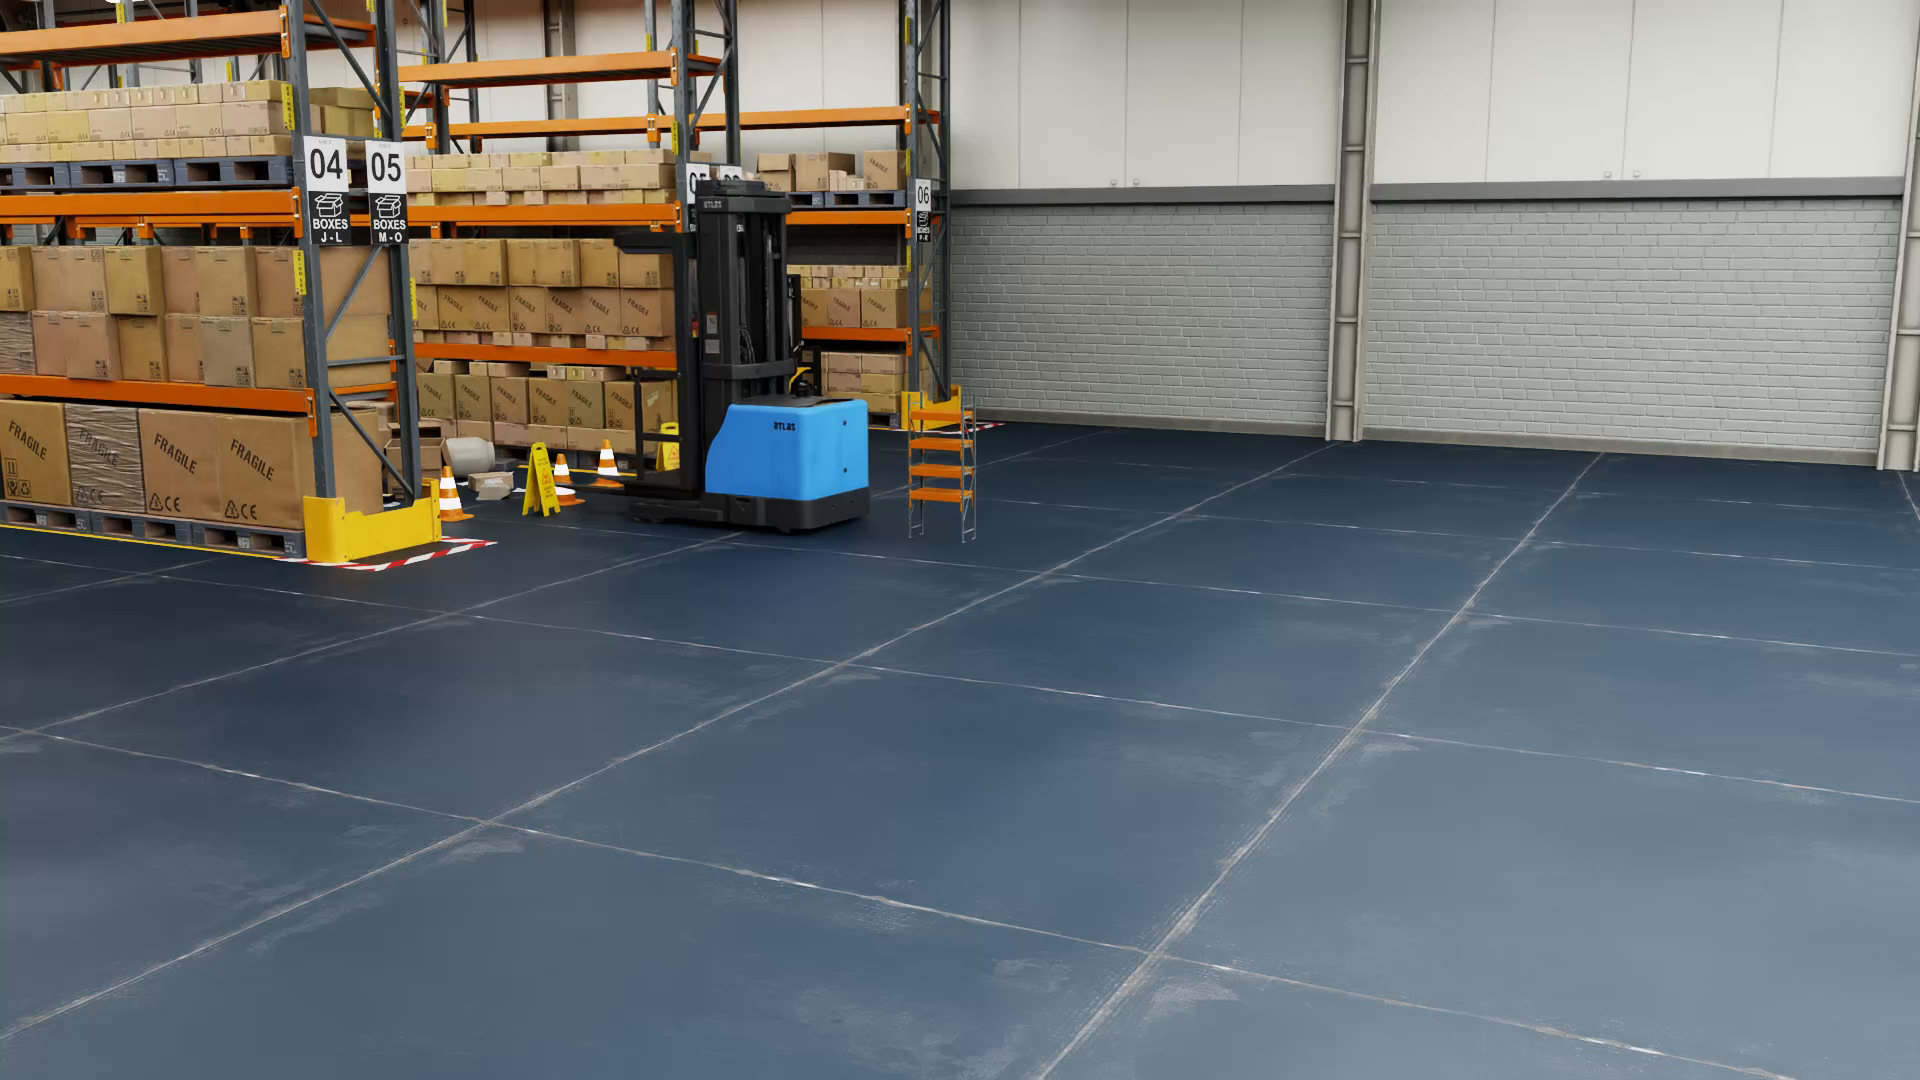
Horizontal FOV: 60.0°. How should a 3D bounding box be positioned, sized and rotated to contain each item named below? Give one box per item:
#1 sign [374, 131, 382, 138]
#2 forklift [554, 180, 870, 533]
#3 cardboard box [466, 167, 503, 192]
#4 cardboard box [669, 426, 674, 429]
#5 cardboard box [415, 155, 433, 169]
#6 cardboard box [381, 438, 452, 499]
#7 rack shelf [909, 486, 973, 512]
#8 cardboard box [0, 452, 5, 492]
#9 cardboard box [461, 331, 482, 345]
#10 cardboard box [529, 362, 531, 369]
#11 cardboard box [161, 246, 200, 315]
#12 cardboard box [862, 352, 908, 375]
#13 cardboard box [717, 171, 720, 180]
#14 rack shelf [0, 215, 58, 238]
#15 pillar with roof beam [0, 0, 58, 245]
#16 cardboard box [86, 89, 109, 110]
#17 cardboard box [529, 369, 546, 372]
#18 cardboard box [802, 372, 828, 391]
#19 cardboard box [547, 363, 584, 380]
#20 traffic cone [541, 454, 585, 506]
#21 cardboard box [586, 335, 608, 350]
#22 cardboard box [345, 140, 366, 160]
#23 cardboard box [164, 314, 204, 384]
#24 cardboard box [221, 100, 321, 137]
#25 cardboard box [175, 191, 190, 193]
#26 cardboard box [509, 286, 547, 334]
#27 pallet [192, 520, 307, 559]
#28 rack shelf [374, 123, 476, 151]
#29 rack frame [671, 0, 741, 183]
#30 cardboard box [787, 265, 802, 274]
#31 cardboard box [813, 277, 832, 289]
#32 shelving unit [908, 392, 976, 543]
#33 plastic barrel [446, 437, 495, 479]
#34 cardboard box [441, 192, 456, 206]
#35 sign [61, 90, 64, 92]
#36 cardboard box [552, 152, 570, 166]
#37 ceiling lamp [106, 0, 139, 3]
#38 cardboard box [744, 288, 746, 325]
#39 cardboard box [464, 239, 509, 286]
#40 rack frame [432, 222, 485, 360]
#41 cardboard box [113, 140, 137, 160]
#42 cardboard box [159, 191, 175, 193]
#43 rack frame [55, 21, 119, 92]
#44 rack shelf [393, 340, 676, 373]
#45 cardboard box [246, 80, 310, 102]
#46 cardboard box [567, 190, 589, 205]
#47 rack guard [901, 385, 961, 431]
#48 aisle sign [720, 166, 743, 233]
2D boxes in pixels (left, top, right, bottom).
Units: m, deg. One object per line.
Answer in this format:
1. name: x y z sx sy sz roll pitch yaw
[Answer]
1. sign: -6.421 -4.351 18.369 0.005 0.325 0.100 5 11 26
2. forklift: -2.333 -1.665 14.701 3.031 2.935 1.130 6 12 28
3. cardboard box: -4.995 -3.905 18.050 0.500 0.250 0.500 5 11 26
4. cardboard box: -3.193 -1.162 18.270 0.500 0.250 0.500 5 11 25
5. cardboard box: -5.795 -4.168 18.381 0.250 0.149 0.380 5 12 28
6. cardboard box: -5.287 -0.706 16.220 0.637 0.503 0.797 -2 11 -14
7. rack shelf: -0.148 -0.342 13.743 0.480 0.148 0.258 5 11 26
8. cardboard box: -8.875 -0.852 15.151 0.750 0.750 1.050 5 11 26
9. cardboard box: -5.331 -2.264 18.520 0.250 0.149 0.380 5 12 28
10. cardboard box: -6.430 -2.561 24.945 0.625 0.625 0.875 5 12 28
11. cardboard box: -5.983 -2.137 13.663 0.550 0.550 0.875 5 11 26
12. cardboard box: -0.950 -2.326 21.893 0.500 0.250 0.500 5 12 28
13. cardboard box: -3.348 -4.893 22.708 0.500 0.311 0.500 5 12 27
14. rack shelf: -10.072 -2.997 15.465 4.000 0.370 1.077 5 11 26
15. pillar with roof beam: -18.671 -6.876 26.452 0.548 9.000 9.100 5 11 26
16. cardboard box: -6.738 -3.515 13.314 0.250 0.149 0.380 5 11 26
17. cardboard box: -5.073 -1.695 19.109 0.500 0.500 0.500 5 12 27
18. cardboard box: -1.891 -2.160 22.382 0.500 0.250 0.500 5 11 25
19. cardboard box: -4.244 -1.824 17.998 0.250 0.149 0.380 6 12 28
20. traffic cone: -3.734 -0.576 15.615 0.334 0.463 0.336 5 11 26
21. cardboard box: -3.763 -2.114 17.692 0.250 0.149 0.380 5 12 27
22. cardboard box: -4.857 -3.089 13.196 0.250 0.149 0.380 5 11 26
23. cardboard box: -5.994 -1.602 13.738 0.550 0.550 0.875 5 11 26
24. cardboard box: -5.254 -3.201 12.695 0.500 0.250 0.500 5 11 27
25. cardboard box: -9.330 -4.169 20.297 0.258 0.266 0.396 5 11 26
26. cardboard box: -4.541 -2.518 18.106 0.500 0.500 0.500 5 11 26
27. pallet: -5.443 -0.081 13.583 1.213 0.211 1.003 5 11 26
28. rack shelf: -9.367 -6.183 25.769 4.000 0.370 1.077 5 11 26
29. rack frame: -2.592 -5.153 16.933 0.127 3.000 1.000 5 11 26
30. cardboard box: -2.191 -3.623 22.389 0.250 0.149 0.380 5 11 27
31. cardboard box: -1.759 -3.425 22.131 0.250 0.149 0.380 5 11 24
32. shelving unit: -0.148 -0.603 13.695 0.503 1.200 0.258 5 11 26
33. plastic barrel: -5.114 -0.854 17.260 0.512 0.421 0.421 -4 11 -23
34. cardboard box: -5.527 -3.773 18.438 0.250 0.149 0.380 5 11 26
35. sign: -14.987 -7.619 27.712 0.005 0.325 0.100 5 11 26
36. cardboard box: -4.121 -4.042 17.685 0.250 0.149 0.380 5 11 24
37. ceiling lamp: -11.381 -9.347 23.716 2.000 3.185 0.800 5 11 26
38. cardboard box: -2.774 -3.203 22.727 0.500 0.500 0.500 5 11 25
39. cardboard box: -4.993 -3.047 18.217 0.500 0.500 0.700 5 11 25
40. rack frame: -7.573 -3.624 25.332 0.127 3.000 1.000 5 11 26
41. cardboard box: -6.507 -3.103 13.274 0.250 0.149 0.380 5 11 27
42. cardboard box: -10.171 -4.570 20.668 0.637 0.503 0.797 4 11 22
43. rack frame: -14.747 -7.207 28.281 0.127 3.000 1.000 5 11 26
44. rack shelf: -4.385 -2.004 18.402 4.000 0.370 1.077 5 11 26
45. cardboard box: -5.144 -3.375 12.540 0.250 0.149 0.380 5 11 26
46. cardboard box: -3.938 -3.620 17.592 0.250 0.149 0.380 5 11 25
47. rack guard: -0.377 -1.762 22.061 0.348 0.500 1.175 5 11 26
48. aisle sign: -2.399 -3.525 17.483 0.004 0.787 0.394 5 11 26
